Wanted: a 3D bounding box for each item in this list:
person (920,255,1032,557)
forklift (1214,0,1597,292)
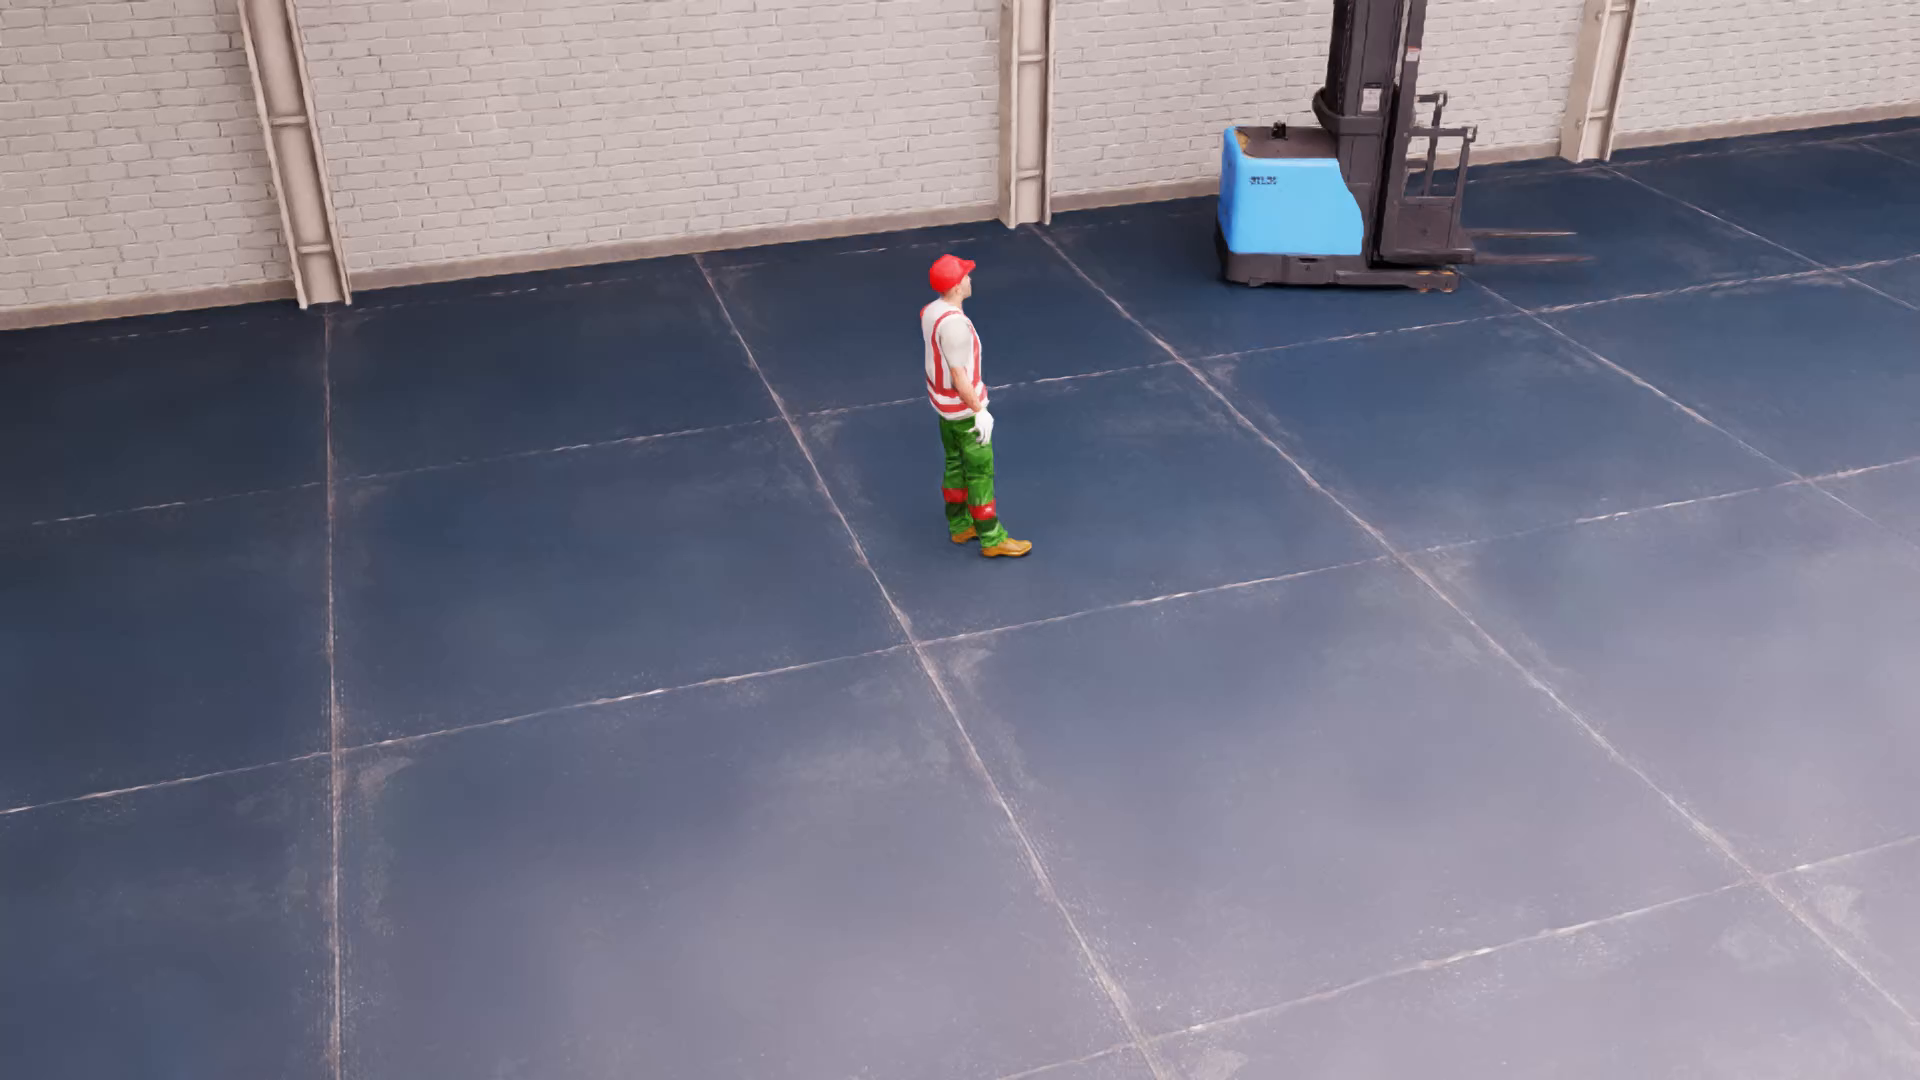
[{"bbox_3d":[0.080,-0.789,9.589,0.563,1.787,0.637,-10,31,-16],"label":"person"},{"bbox_3d":[3.695,-3.557,13.269,3.031,2.935,1.130,1,30,1],"label":"forklift"}]
